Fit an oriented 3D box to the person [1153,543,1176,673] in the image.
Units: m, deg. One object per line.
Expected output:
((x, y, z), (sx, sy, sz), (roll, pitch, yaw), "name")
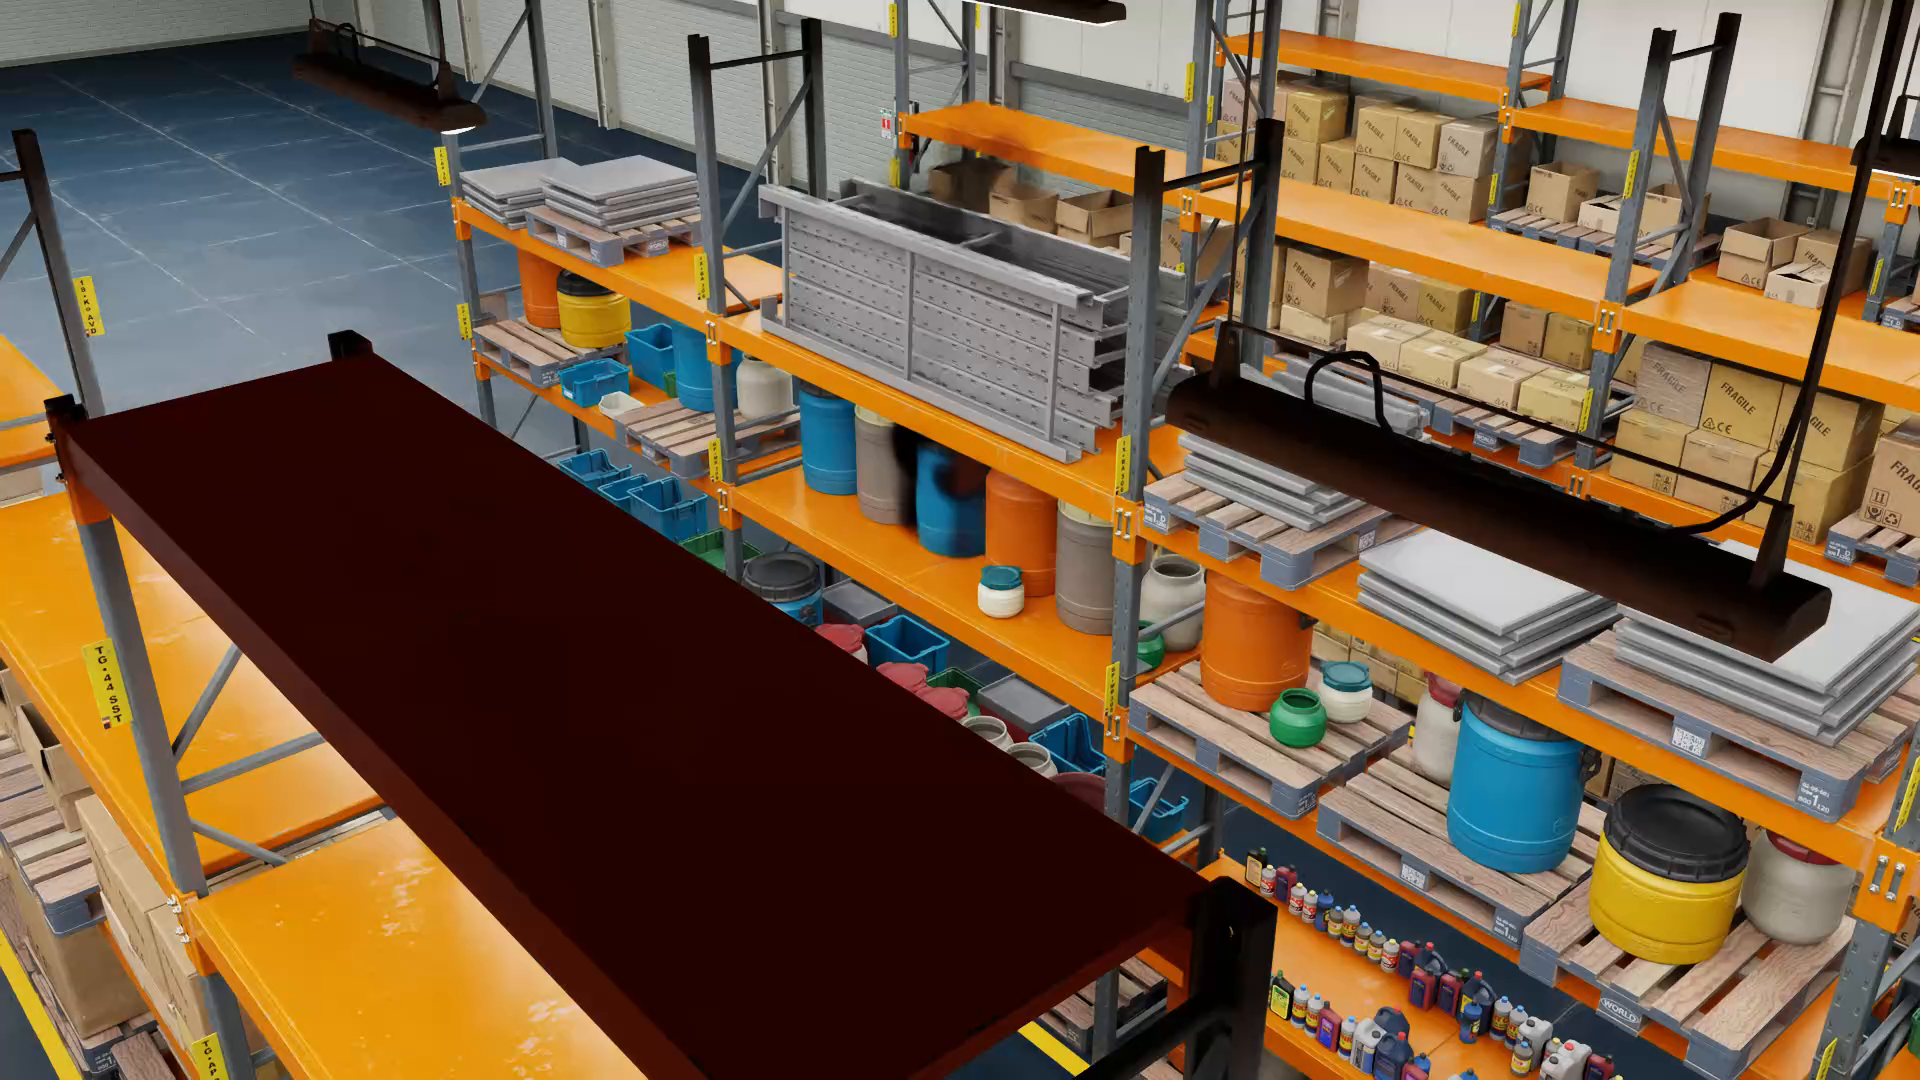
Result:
((1.500, 0.586, 13.970), (0.846, 1.688, 0.592), (14, 30, 25), "person")
